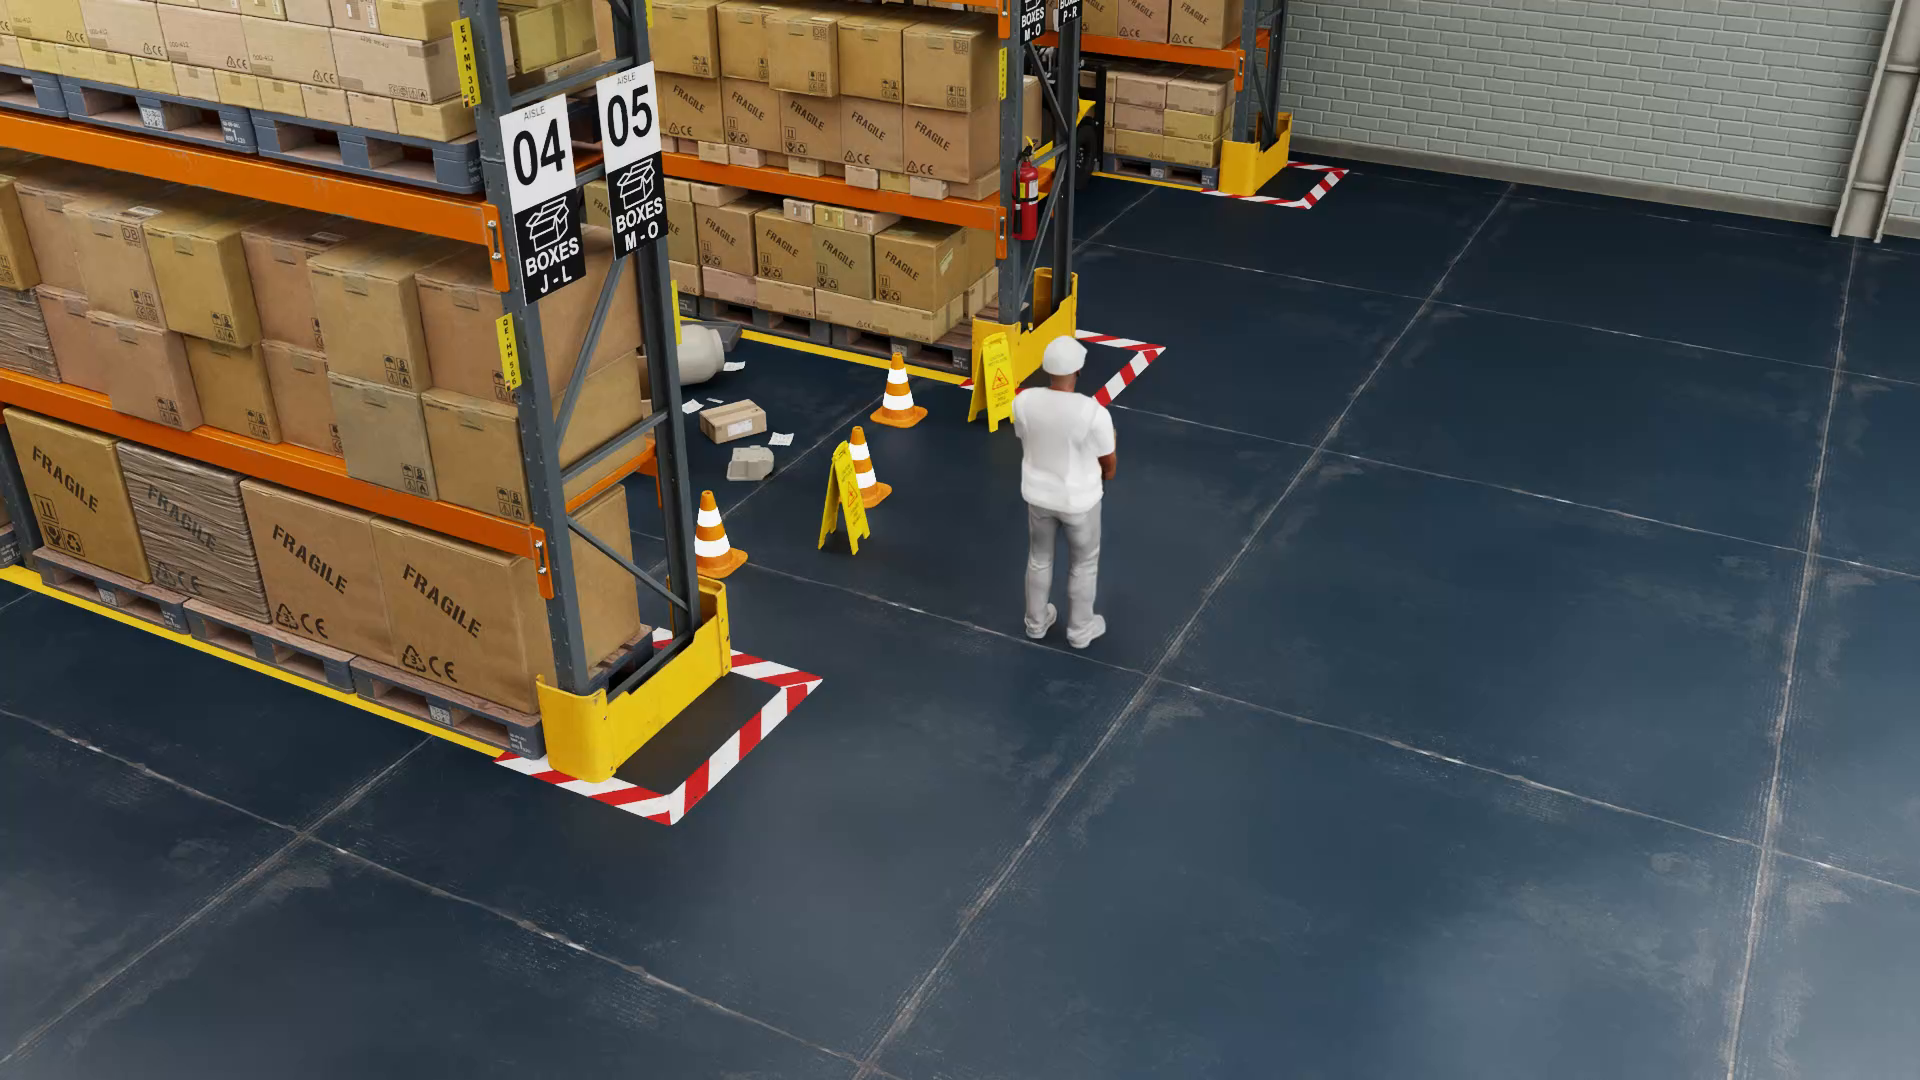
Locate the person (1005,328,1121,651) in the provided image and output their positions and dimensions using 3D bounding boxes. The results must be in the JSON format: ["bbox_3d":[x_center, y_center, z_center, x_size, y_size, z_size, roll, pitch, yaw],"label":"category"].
[{"bbox_3d":[0.546,-0.258,8.723,0.633,1.760,0.463,14,33,23],"label":"person"}]
